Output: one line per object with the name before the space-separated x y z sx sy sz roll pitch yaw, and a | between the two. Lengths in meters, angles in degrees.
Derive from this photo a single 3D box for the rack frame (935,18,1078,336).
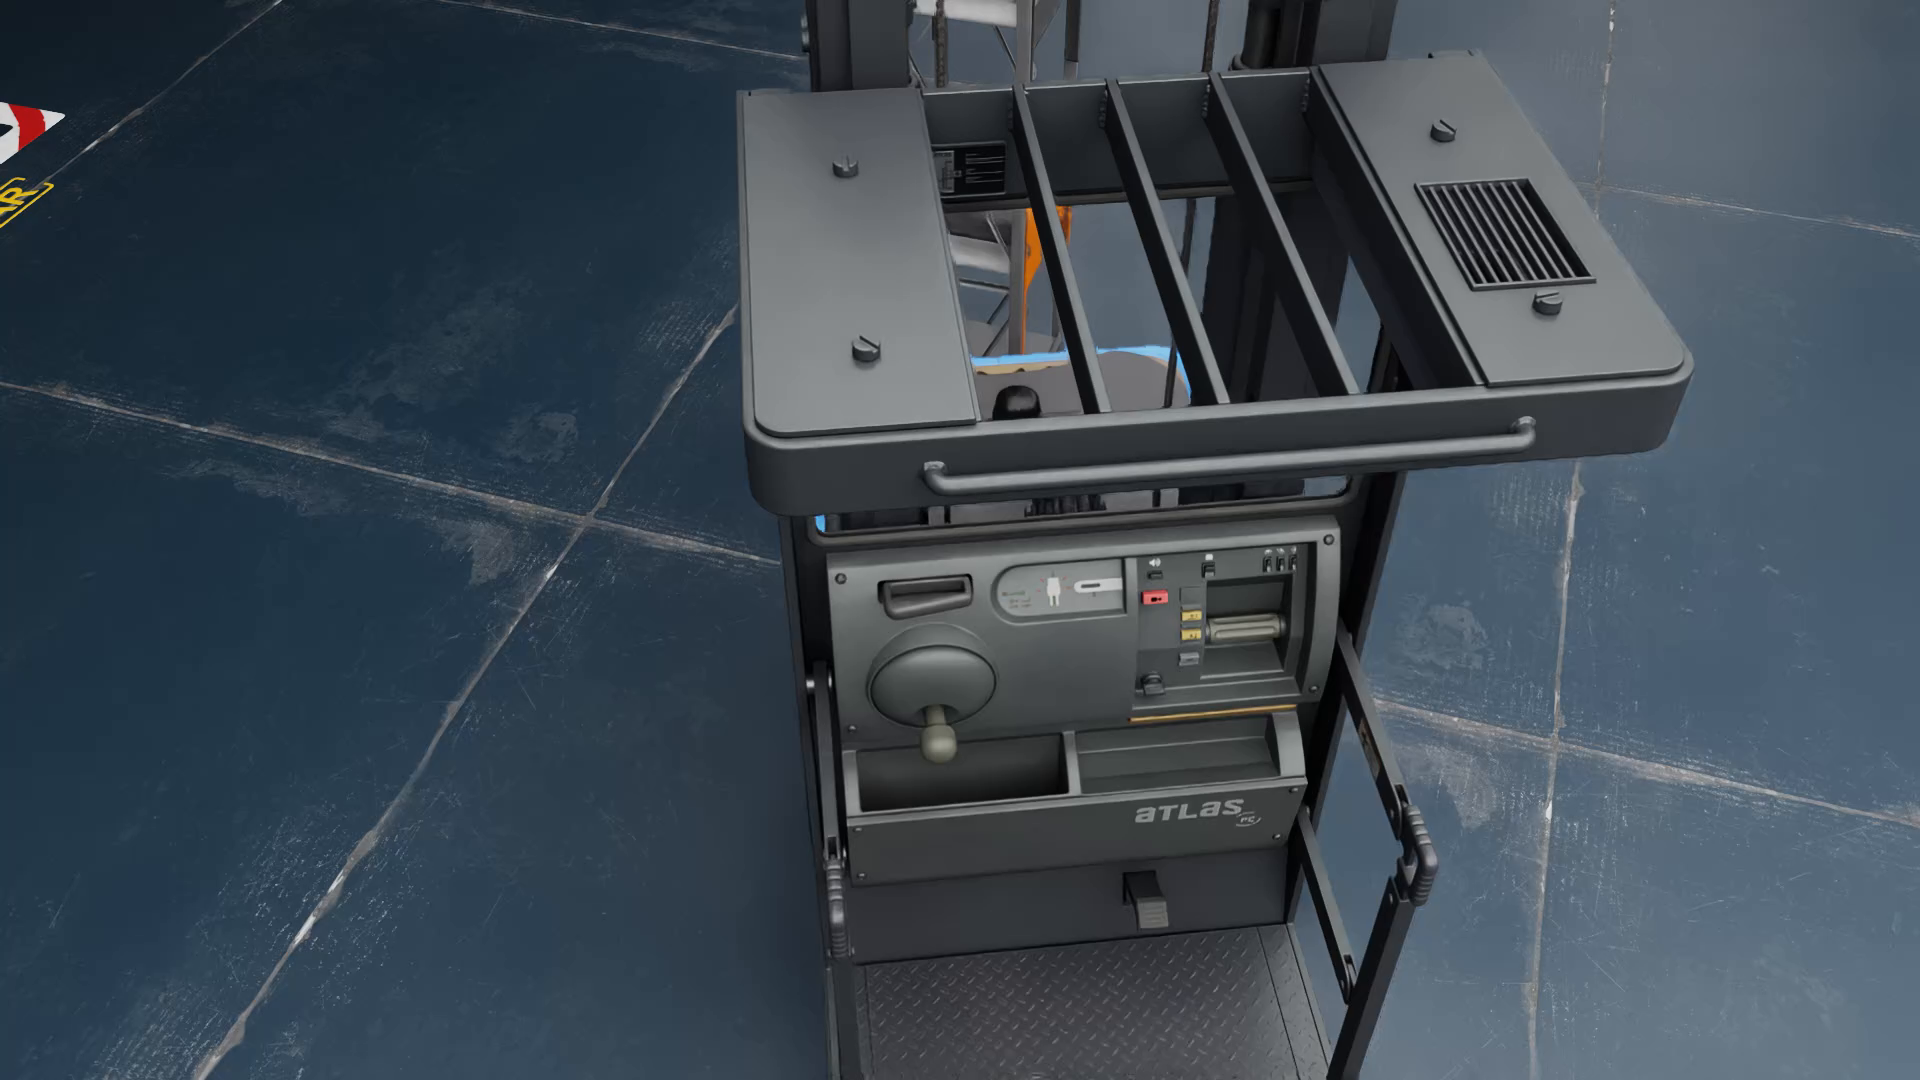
rack frame | 0.124 -1.023 4.795 0.400 2.100 0.015 13 46 12

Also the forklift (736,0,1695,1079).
forklift | 0.256 0.273 2.875 1.130 2.935 3.031 -4 45 -5

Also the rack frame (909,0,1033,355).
rack frame | -0.024 -0.698 4.462 0.400 2.100 0.015 13 46 12

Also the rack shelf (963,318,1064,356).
rack shelf | 0.050 -0.351 5.128 0.431 0.518 0.480 13 46 12

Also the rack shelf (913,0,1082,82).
rack shelf | 0.050 -1.351 4.148 0.431 0.518 0.480 13 46 12

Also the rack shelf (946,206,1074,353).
rack shelf | 0.050 -0.851 4.638 0.431 0.518 0.480 13 46 12

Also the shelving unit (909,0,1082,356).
shelving unit | 0.050 -0.861 4.628 0.431 2.100 0.503 13 46 12
